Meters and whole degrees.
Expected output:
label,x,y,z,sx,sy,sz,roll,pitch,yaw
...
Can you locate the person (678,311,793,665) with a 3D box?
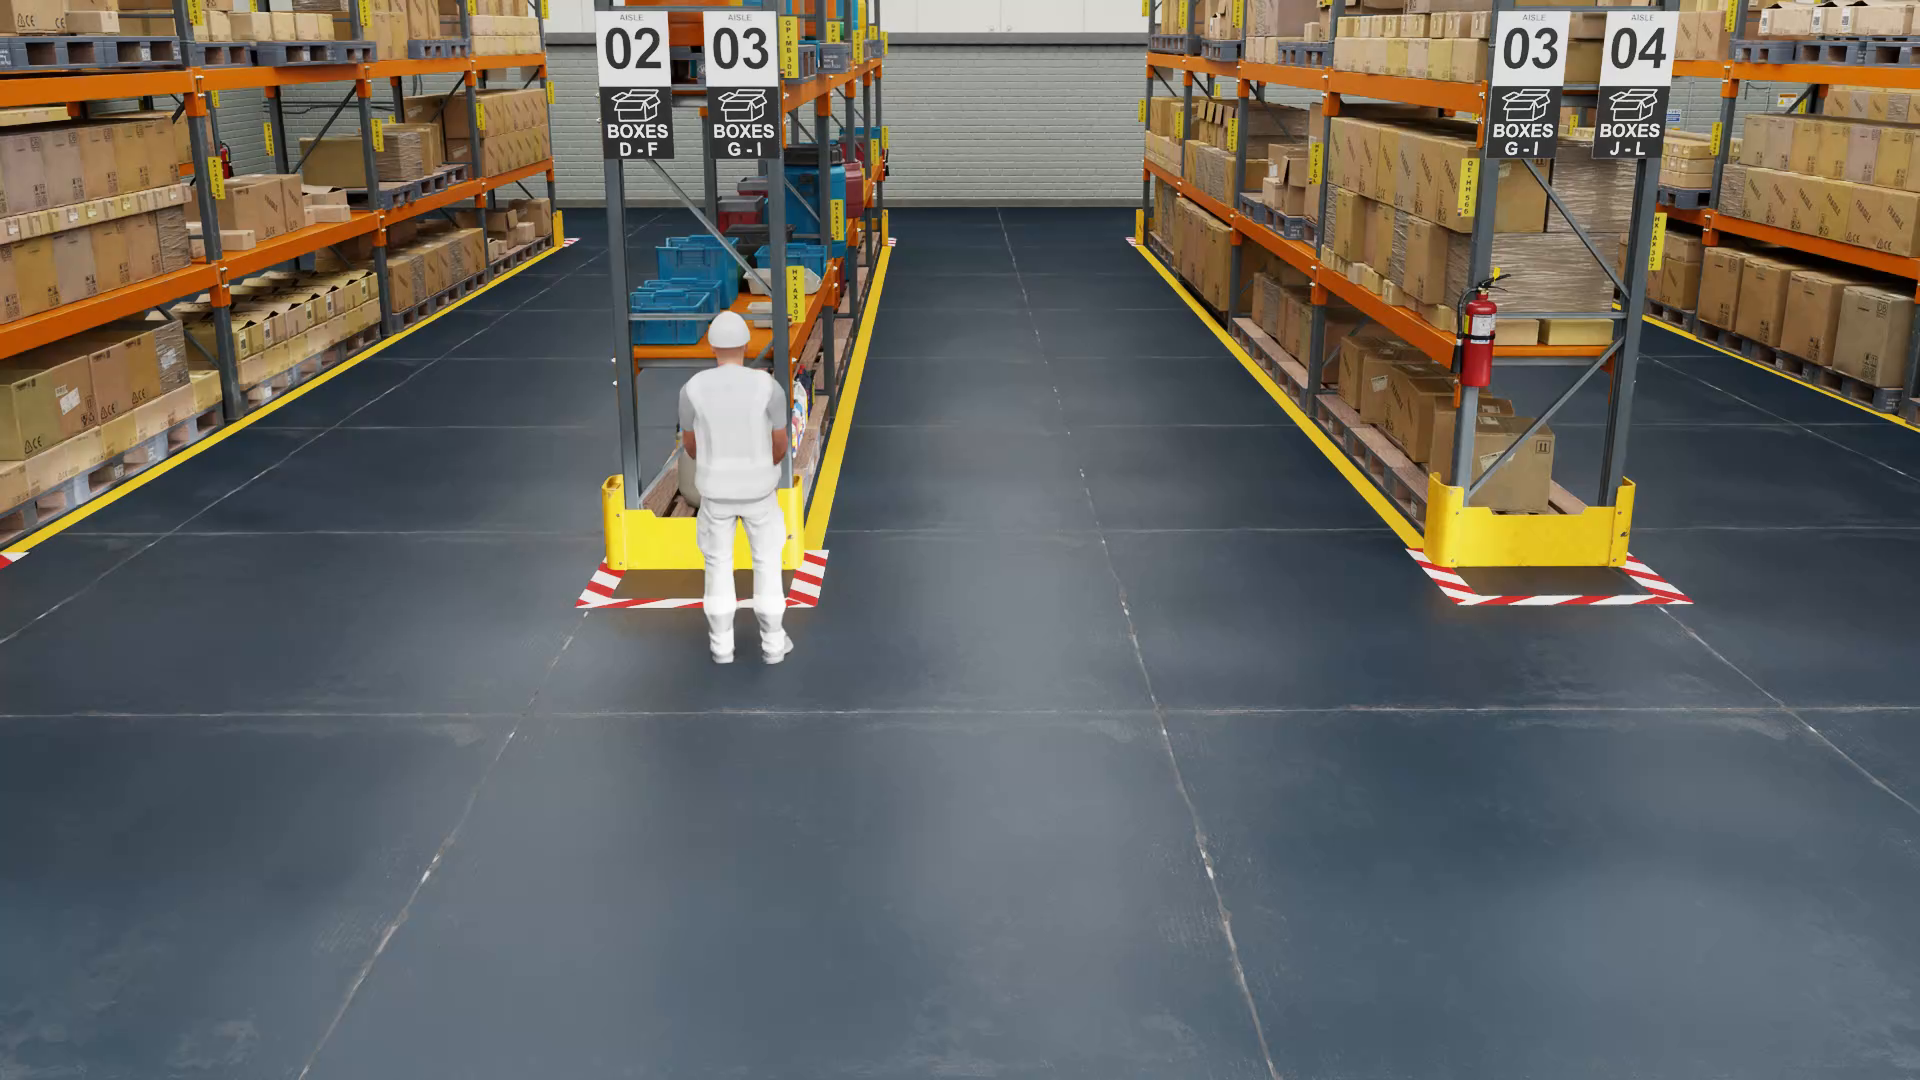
label,x,y,z,sx,sy,sz,roll,pitch,yaw
person,-1.119,-0.267,8.370,0.529,1.794,0.498,0,17,-1
